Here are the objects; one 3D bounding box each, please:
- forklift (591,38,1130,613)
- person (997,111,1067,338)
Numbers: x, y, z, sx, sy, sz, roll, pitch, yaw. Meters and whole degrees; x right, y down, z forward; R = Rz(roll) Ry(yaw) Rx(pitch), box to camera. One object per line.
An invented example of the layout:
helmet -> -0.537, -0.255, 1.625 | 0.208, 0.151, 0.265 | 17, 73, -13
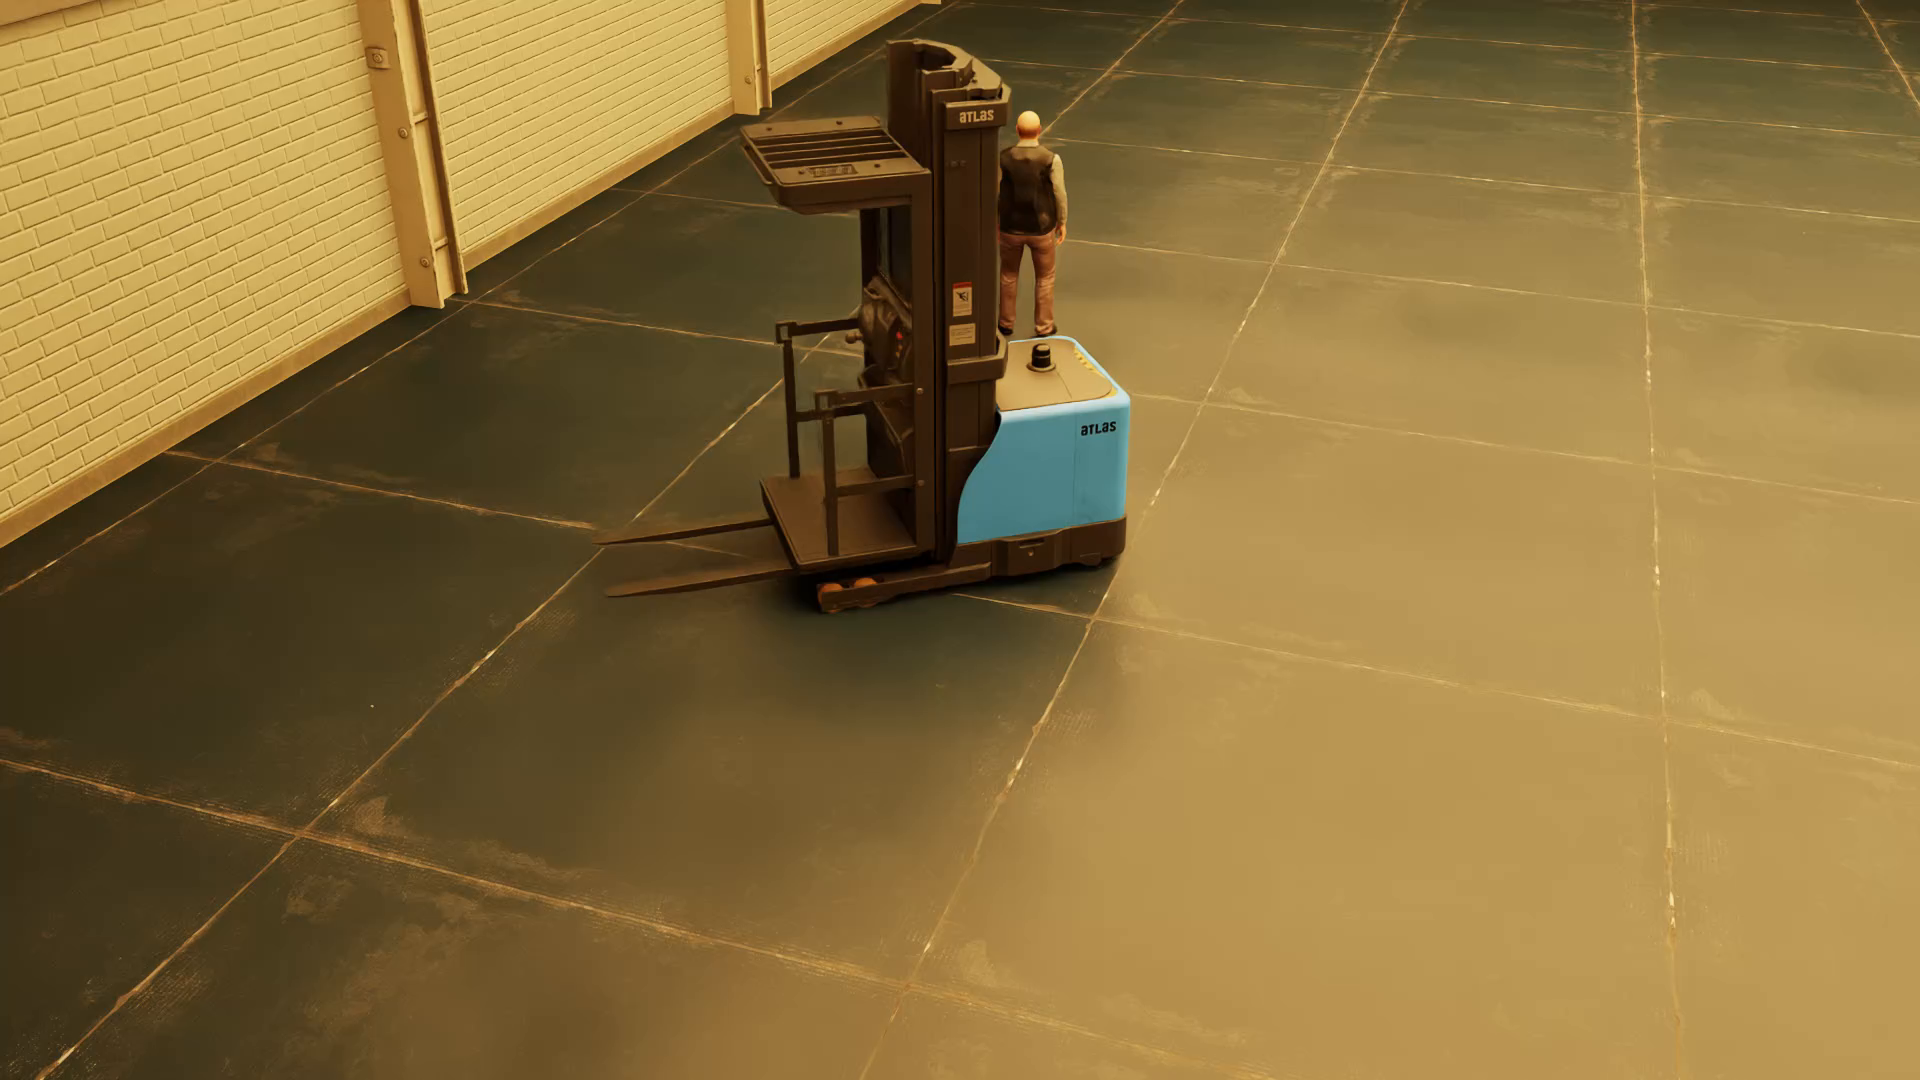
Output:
forklift -> -0.599, -1.154, 9.160 | 3.031, 2.935, 1.130 | -9, 31, -15
person -> 0.508, -2.344, 12.483 | 0.590, 1.727, 0.451 | 5, 30, 9
